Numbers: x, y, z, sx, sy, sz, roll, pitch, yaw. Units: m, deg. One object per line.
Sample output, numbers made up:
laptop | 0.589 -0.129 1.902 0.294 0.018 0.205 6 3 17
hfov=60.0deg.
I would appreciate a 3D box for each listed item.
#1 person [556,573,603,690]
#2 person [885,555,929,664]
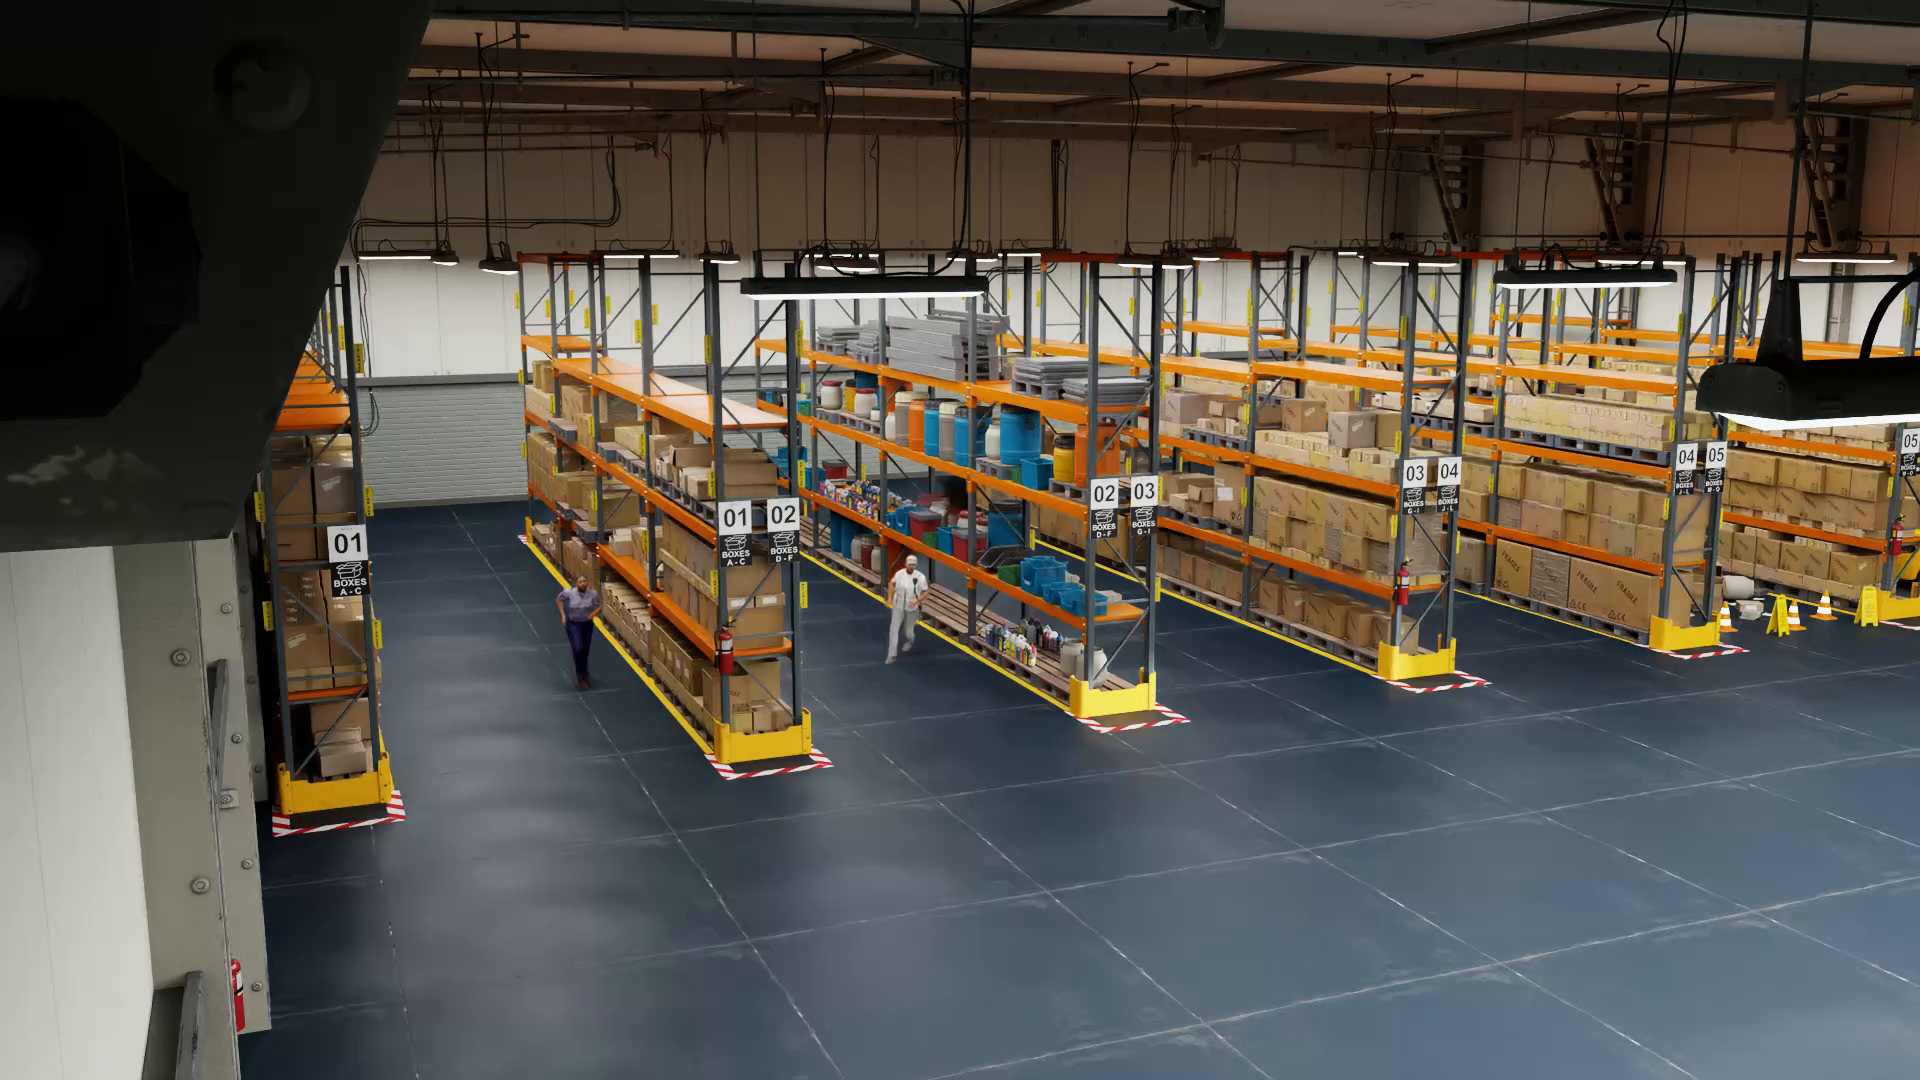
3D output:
person | -5.418 1.263 23.734 0.619 1.656 0.844 -5 11 -24
person | -0.787 1.008 24.950 0.646 1.608 0.901 2 11 11
